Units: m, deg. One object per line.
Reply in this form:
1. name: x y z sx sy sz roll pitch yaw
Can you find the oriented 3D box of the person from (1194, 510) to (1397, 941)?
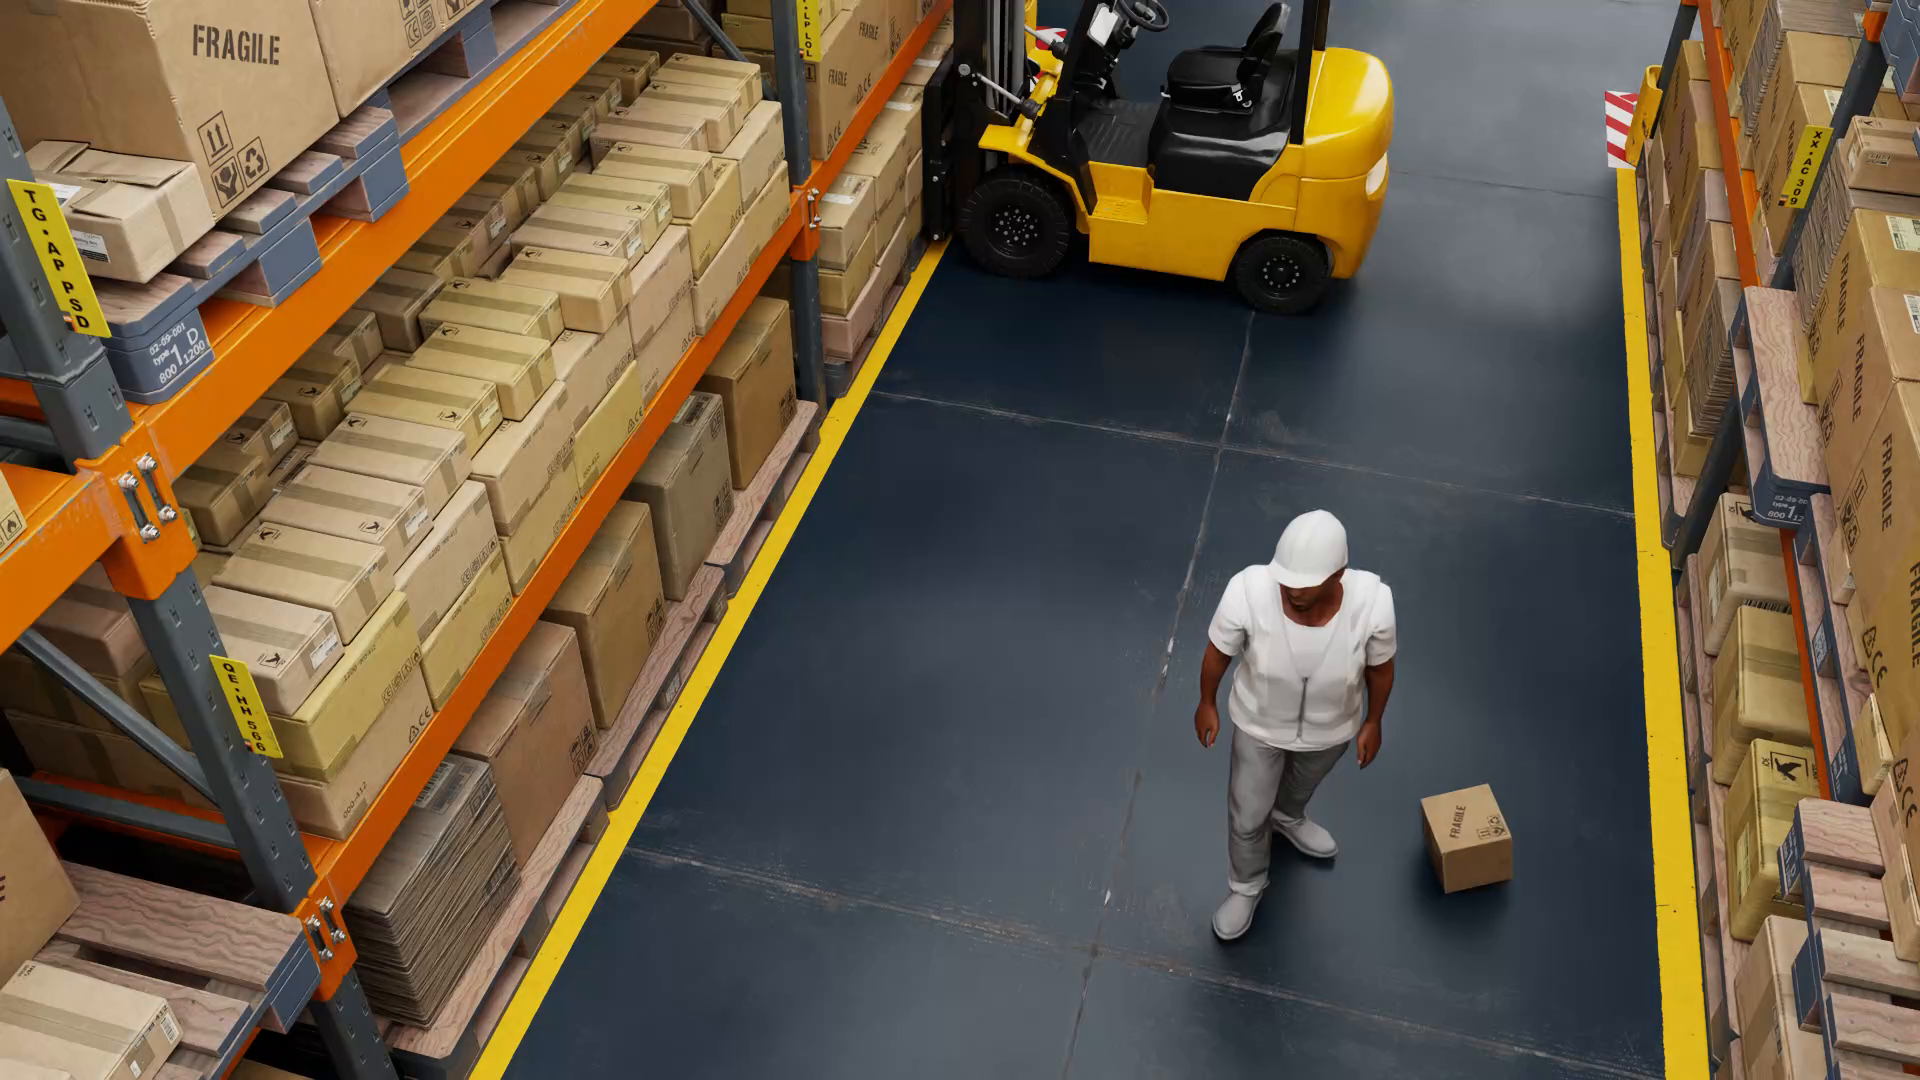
1. person: 1.089 0.571 5.485 0.608 1.759 0.611 2 41 3
